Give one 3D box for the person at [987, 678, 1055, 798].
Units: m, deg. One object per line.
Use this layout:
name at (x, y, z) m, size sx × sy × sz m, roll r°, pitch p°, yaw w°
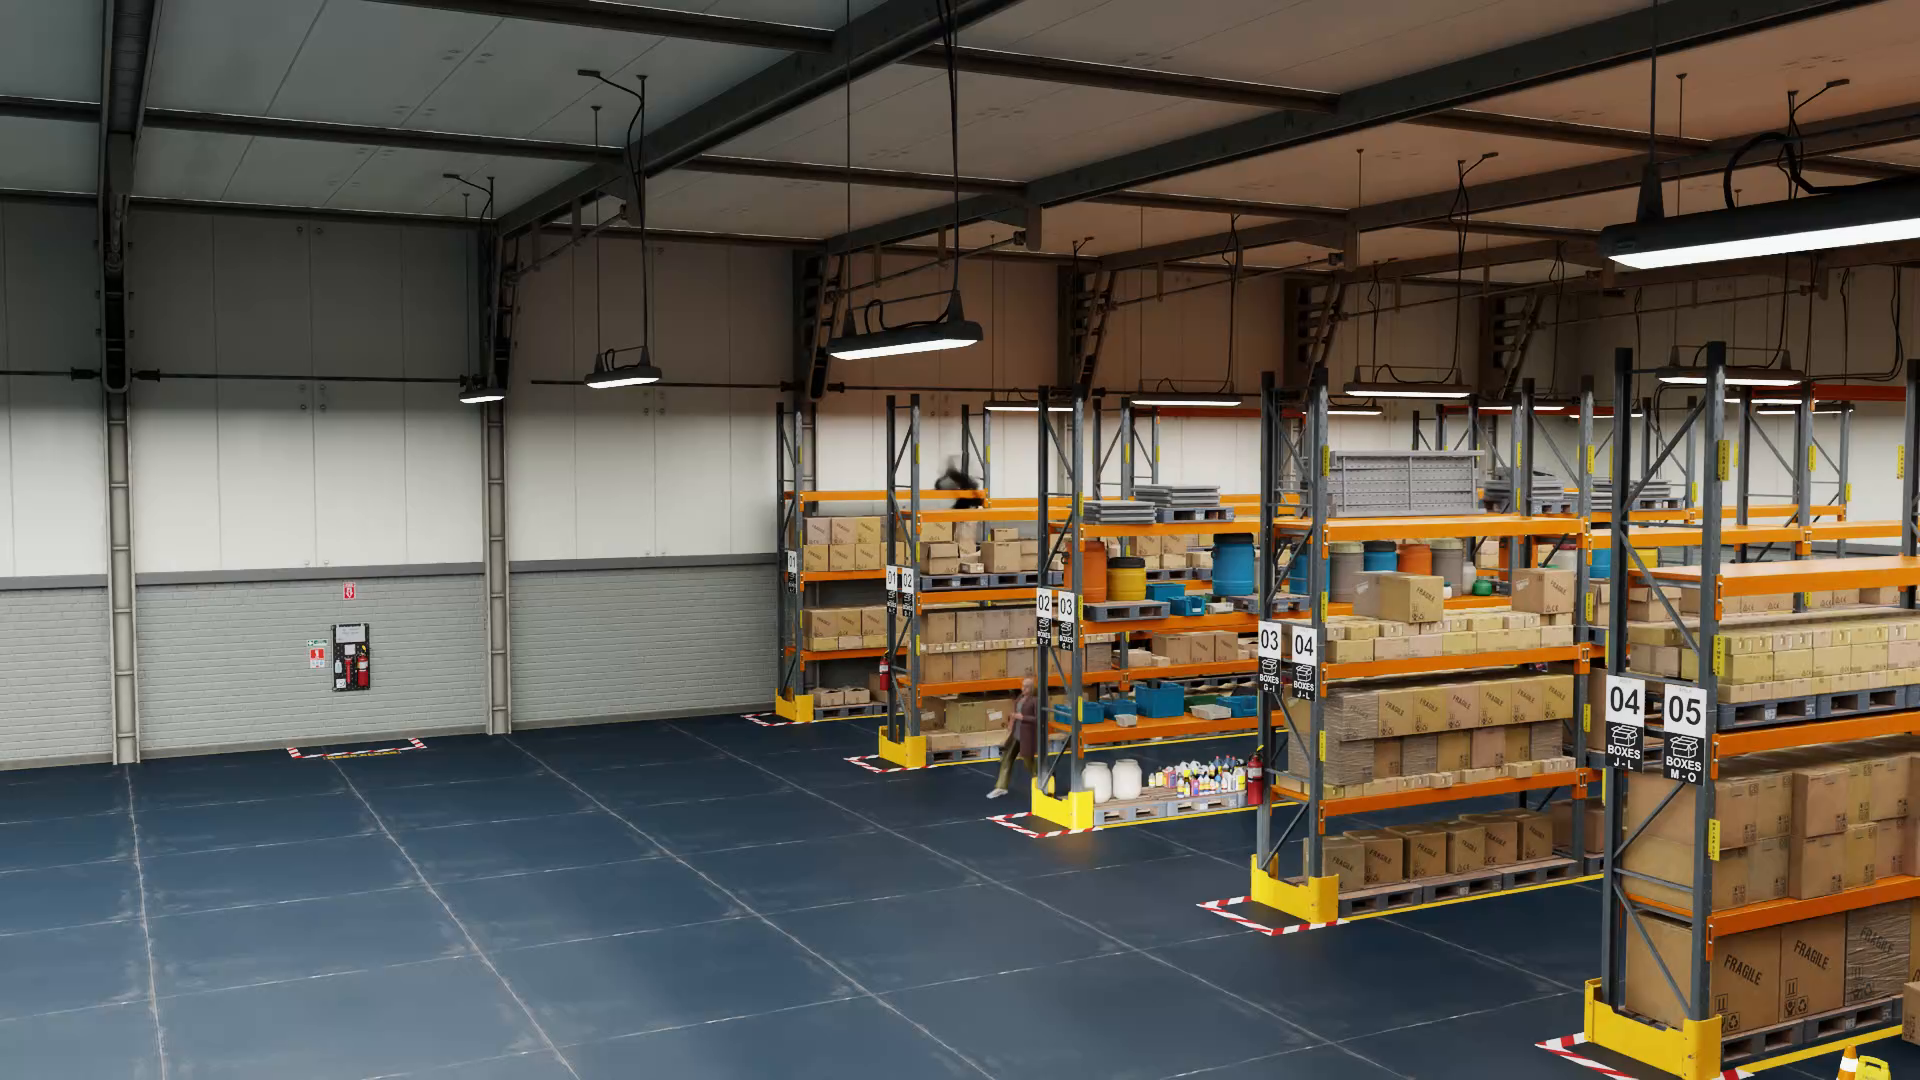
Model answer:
person at (0.943, 2.899, 24.369) m, size 0.976 × 1.750 × 0.718 m, roll -3°, pitch 4°, yaw -42°
